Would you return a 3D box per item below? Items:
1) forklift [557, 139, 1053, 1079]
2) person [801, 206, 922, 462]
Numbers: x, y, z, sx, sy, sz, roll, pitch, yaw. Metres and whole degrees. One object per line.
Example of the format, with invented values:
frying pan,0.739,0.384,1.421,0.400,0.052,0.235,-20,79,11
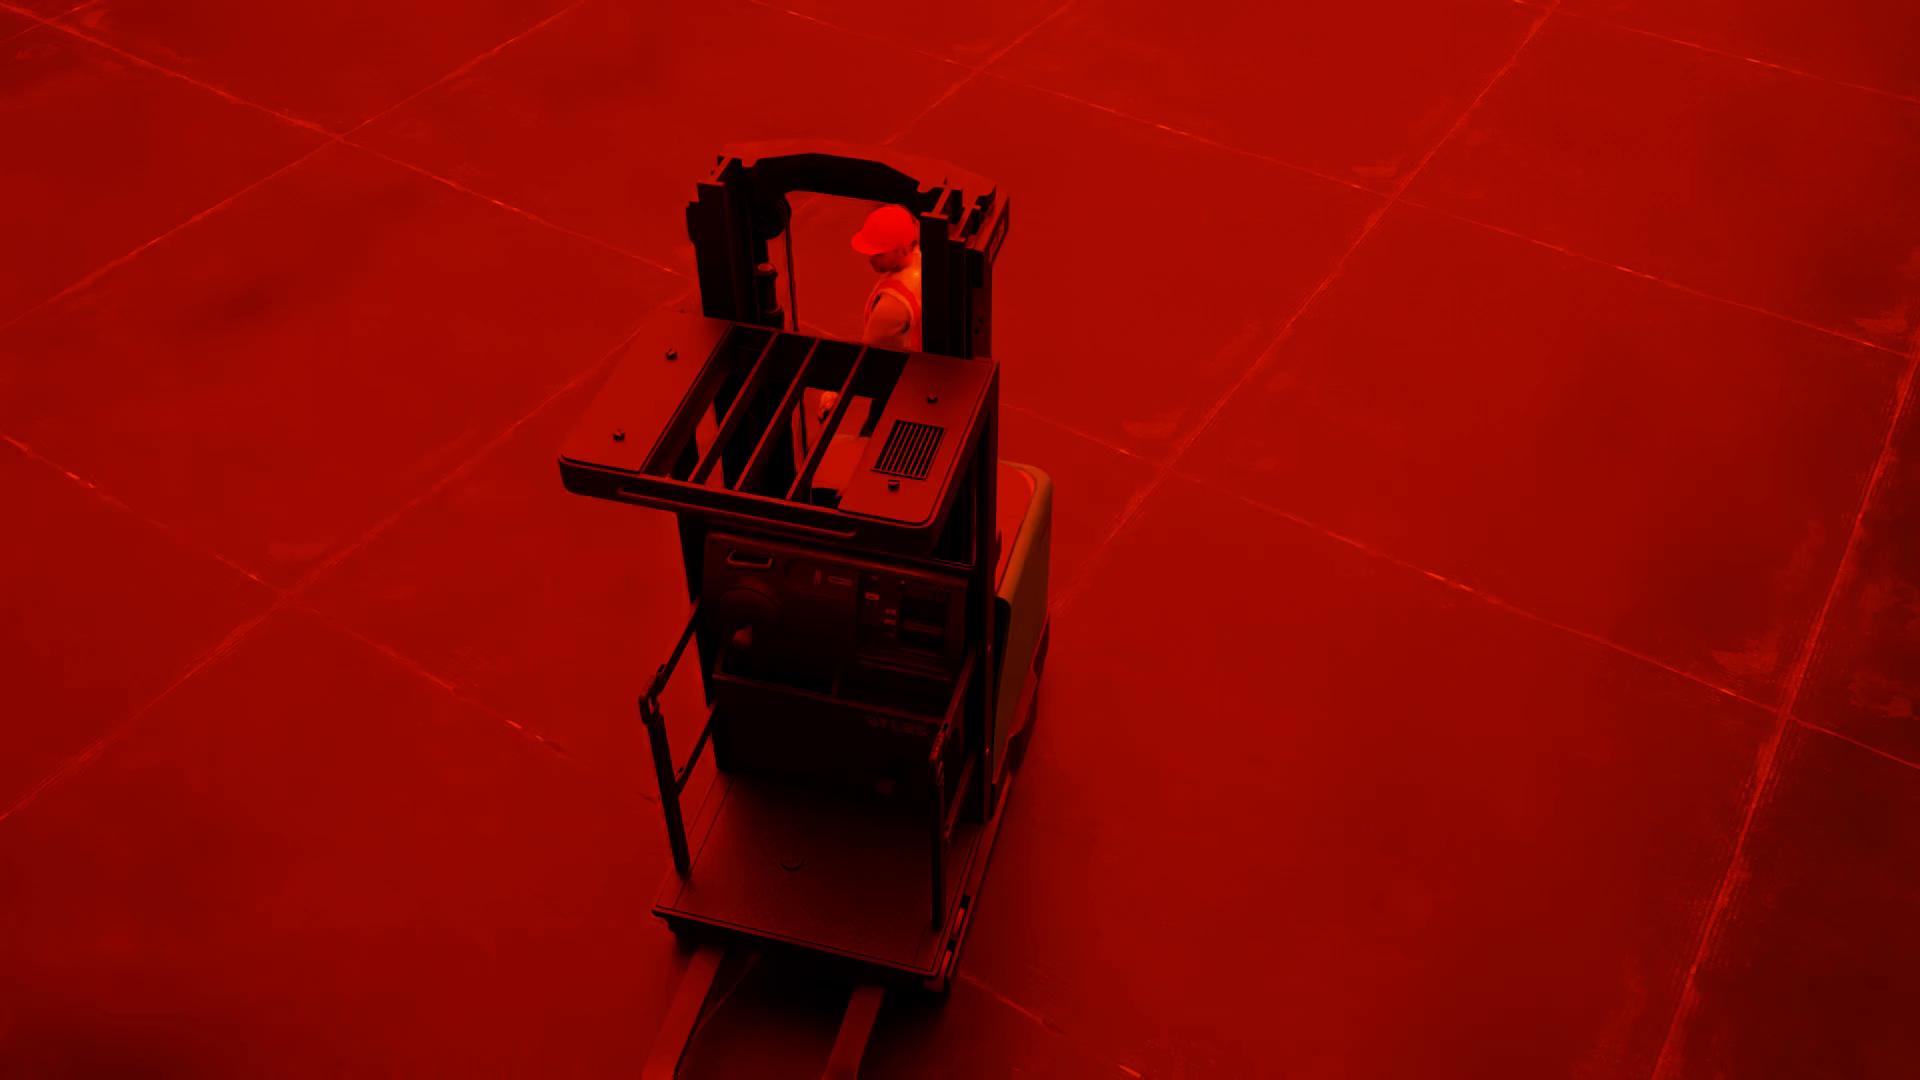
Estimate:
forklift,-0.485,0.318,5.513,1.130,2.935,3.031,10,44,11
person,-0.364,-0.775,7.477,0.898,1.737,0.743,11,45,11
